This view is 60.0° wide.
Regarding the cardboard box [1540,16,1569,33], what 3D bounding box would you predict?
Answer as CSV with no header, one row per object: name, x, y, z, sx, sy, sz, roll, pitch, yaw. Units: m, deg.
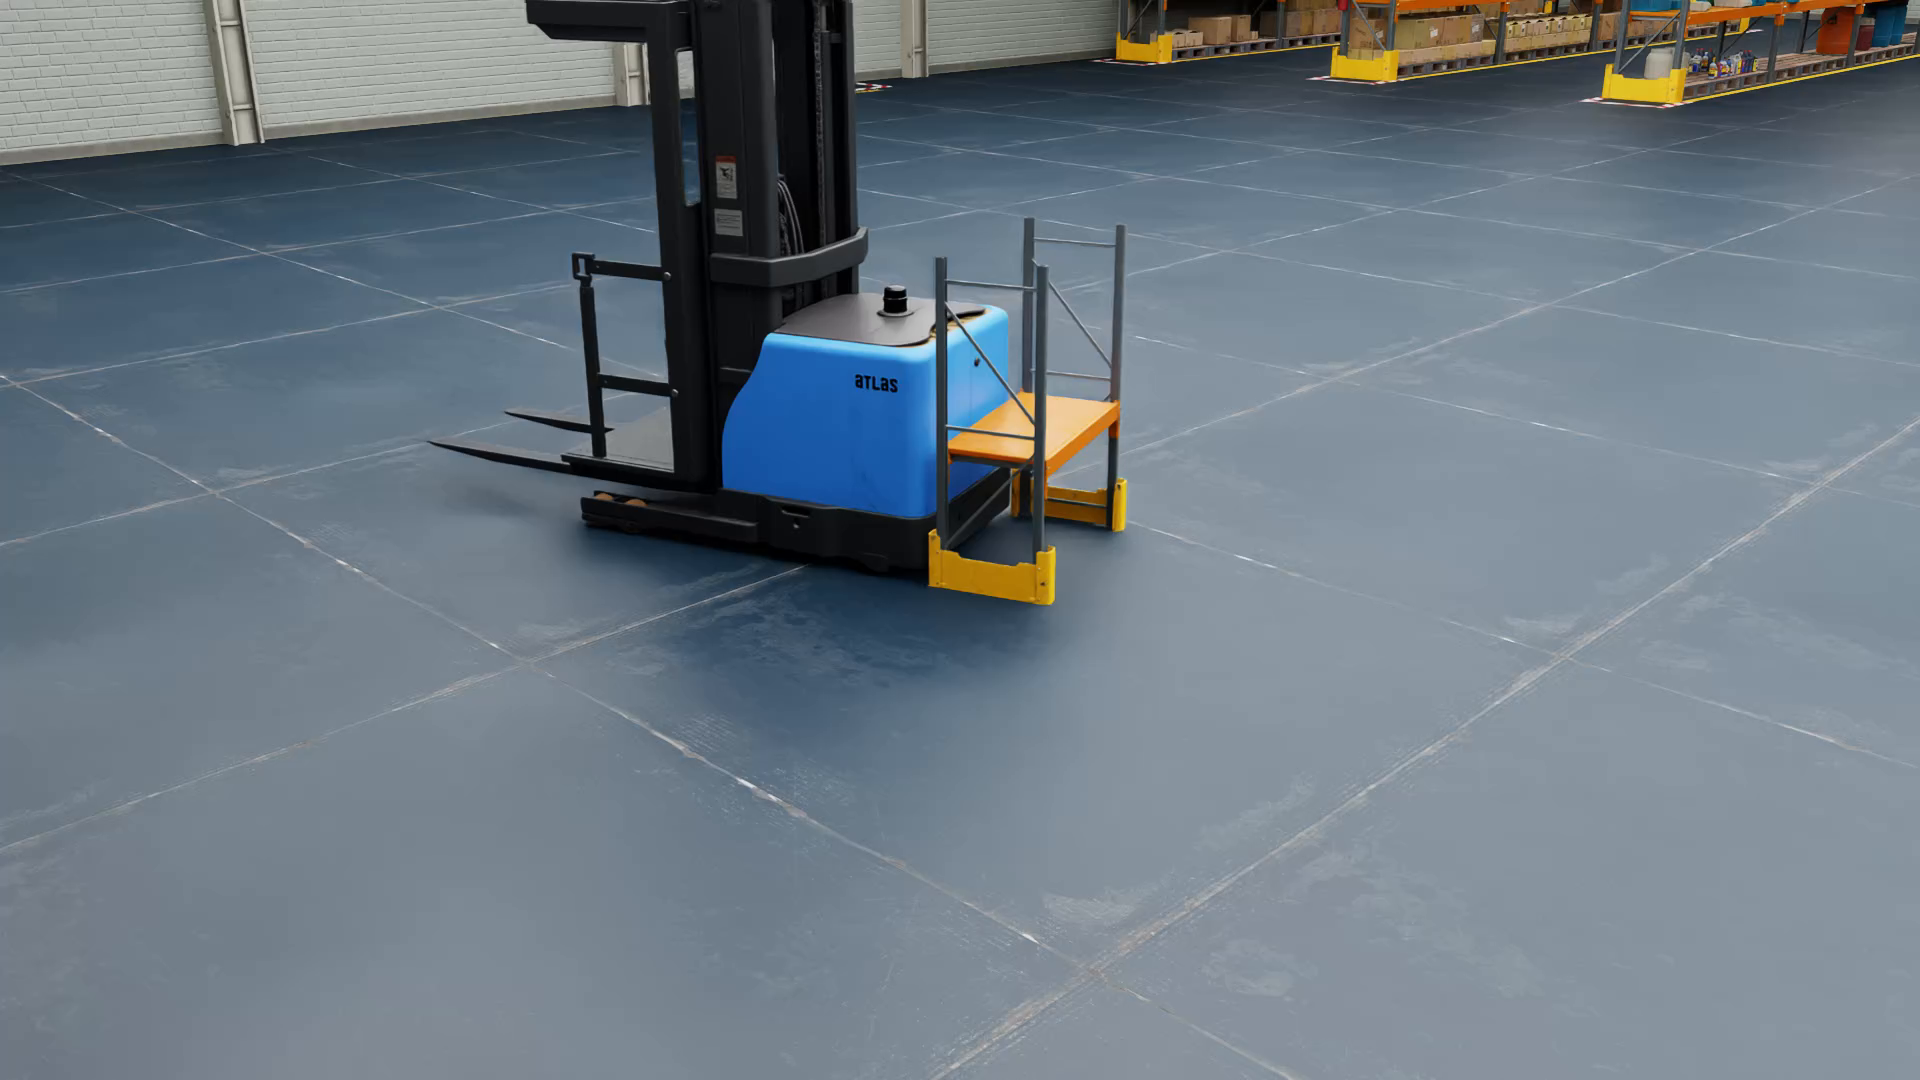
cardboard box,11.749,-10.253,33.034,0.500,0.311,0.500,19,28,40

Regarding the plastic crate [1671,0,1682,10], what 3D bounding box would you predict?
plastic crate,11.208,-8.542,26.324,0.499,0.251,0.408,19,28,41

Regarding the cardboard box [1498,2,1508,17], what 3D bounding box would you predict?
cardboard box,13.196,-13.262,41.296,0.500,0.500,0.700,-19,28,-41

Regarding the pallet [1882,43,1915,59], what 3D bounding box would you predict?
pallet,18.419,-9.837,33.374,1.003,0.211,1.213,19,28,41

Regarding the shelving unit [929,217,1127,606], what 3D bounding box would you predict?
shelving unit,0.337,-0.628,7.617,0.587,1.500,1.083,9,23,22

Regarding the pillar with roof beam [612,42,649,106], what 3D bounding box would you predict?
pillar with roof beam,-1.901,-9.756,20.915,9.100,9.000,0.400,19,28,41

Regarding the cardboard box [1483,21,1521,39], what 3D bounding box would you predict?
cardboard box,10.327,-9.729,31.672,0.500,0.311,0.500,19,28,41

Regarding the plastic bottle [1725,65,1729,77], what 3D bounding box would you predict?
plastic bottle,12.482,-7.669,27.132,0.097,0.201,0.097,0,21,0

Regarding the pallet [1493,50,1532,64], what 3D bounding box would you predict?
pallet,10.346,-9.409,32.259,1.003,0.211,1.213,19,28,41

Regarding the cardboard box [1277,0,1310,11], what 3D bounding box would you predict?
cardboard box,7.114,-11.446,35.498,0.500,0.250,0.500,19,28,40

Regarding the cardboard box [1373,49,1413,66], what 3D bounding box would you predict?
cardboard box,7.603,-8.477,29.197,0.500,0.250,0.500,19,28,41

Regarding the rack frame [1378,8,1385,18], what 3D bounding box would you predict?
rack frame,9.098,-12.778,37.138,1.000,3.000,0.127,19,28,41

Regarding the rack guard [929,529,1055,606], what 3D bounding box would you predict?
rack guard,0.139,0.120,7.415,0.587,0.250,0.087,9,23,22

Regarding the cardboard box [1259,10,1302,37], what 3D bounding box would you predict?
cardboard box,6.809,-10.982,35.336,0.500,0.500,0.700,-19,28,-40

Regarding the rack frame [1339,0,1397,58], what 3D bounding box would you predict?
rack frame,7.069,-9.483,28.565,1.000,3.000,0.127,19,28,41

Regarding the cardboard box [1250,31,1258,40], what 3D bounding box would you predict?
cardboard box,5.956,-10.488,34.515,0.380,0.166,0.250,15,26,34

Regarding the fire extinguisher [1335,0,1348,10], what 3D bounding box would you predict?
fire extinguisher,6.654,-9.532,28.802,0.296,0.674,0.183,19,28,41

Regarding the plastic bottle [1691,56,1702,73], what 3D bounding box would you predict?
plastic bottle,12.241,-7.912,27.662,0.152,0.276,0.135,19,28,41

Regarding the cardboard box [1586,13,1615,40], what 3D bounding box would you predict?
cardboard box,13.172,-10.623,34.403,0.500,0.500,0.500,-19,28,-40

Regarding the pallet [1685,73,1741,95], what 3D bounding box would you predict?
pallet,12.057,-7.491,27.271,1.003,0.211,1.213,19,28,41

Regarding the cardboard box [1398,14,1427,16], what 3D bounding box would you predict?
cardboard box,8.267,-9.347,30.413,0.500,0.500,0.500,19,28,41

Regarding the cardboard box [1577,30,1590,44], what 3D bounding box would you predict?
cardboard box,12.458,-10.255,33.823,0.500,0.250,0.500,-19,28,-41

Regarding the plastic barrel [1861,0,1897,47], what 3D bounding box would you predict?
plastic barrel,18.101,-10.226,32.837,0.600,0.901,0.708,19,28,41

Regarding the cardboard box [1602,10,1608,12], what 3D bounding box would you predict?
cardboard box,13.496,-11.010,35.409,0.500,0.500,0.500,18,27,39

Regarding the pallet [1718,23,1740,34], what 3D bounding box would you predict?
pallet,17.622,-12.069,39.181,1.003,0.211,1.213,19,28,41

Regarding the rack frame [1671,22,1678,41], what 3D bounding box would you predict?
rack frame,15.441,-12.567,36.590,1.000,3.000,0.127,19,28,41

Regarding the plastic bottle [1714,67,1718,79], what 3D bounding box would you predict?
plastic bottle,12.176,-7.556,26.839,0.097,0.201,0.097,0,21,0

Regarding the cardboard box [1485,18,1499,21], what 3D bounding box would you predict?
cardboard box,10.295,-9.996,32.367,0.500,0.311,0.500,-19,28,-41

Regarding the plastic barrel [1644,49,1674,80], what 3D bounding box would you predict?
plastic barrel,11.020,-7.465,26.198,0.421,0.512,0.421,0,21,0

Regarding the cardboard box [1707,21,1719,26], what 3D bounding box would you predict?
cardboard box,17.344,-12.079,38.540,0.500,0.250,0.500,19,28,41

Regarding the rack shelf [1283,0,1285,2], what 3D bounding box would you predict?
rack shelf,7.703,-11.928,35.930,1.077,0.370,4.000,19,28,41

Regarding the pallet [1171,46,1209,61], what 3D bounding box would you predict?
pallet,4.163,-9.639,32.860,1.003,0.211,1.213,19,28,41

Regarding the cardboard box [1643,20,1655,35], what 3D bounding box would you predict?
cardboard box,14.601,-11.154,35.783,0.500,0.500,0.500,20,29,41

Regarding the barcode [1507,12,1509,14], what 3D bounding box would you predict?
barcode,10.336,-9.959,31.337,0.001,0.075,0.075,19,28,41

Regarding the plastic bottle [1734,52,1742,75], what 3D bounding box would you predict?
plastic bottle,12.804,-7.869,27.446,0.144,0.351,0.185,19,28,40

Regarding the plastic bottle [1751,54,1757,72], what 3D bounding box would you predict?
plastic bottle,13.307,-8.001,27.884,0.133,0.283,0.061,-18,28,-39

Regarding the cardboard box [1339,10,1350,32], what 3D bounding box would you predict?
cardboard box,8.191,-11.515,36.724,0.700,0.500,0.500,19,28,41

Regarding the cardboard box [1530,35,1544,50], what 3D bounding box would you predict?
cardboard box,11.036,-9.730,32.456,0.500,0.250,0.500,18,28,39

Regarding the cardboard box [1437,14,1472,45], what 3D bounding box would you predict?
cardboard box,8.990,-9.345,30.408,0.500,0.500,0.500,19,28,41

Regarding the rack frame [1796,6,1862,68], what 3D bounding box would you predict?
rack frame,16.197,-10.298,30.687,1.000,3.000,0.127,19,28,41

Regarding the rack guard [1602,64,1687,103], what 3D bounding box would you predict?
rack guard,10.635,-7.107,25.867,1.175,0.500,0.348,19,28,41

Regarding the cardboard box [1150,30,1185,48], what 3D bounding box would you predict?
cardboard box,4.065,-9.827,32.596,0.500,0.311,0.500,15,26,35

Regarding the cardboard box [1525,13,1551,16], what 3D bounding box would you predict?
cardboard box,11.714,-10.515,33.717,0.500,0.311,0.500,18,28,39

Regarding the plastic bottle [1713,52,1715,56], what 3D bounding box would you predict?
plastic bottle,12.741,-8.119,28.190,0.061,0.283,0.133,19,28,41

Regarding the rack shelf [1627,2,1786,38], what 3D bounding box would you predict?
rack shelf,12.011,-8.420,26.804,1.077,0.370,4.000,19,28,41

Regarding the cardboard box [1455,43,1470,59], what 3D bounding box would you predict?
cardboard box,8.999,-8.991,30.534,0.500,0.250,0.500,19,28,41

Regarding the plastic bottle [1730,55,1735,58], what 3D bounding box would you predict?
plastic bottle,12.906,-7.948,27.755,0.152,0.276,0.135,19,28,41

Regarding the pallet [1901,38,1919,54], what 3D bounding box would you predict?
pallet,19.472,-10.224,34.380,1.003,0.211,1.213,19,28,41

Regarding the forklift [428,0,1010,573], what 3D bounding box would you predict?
forklift,-1.310,-1.560,8.048,3.031,2.935,1.130,10,23,23

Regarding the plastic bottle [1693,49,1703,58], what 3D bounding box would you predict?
plastic bottle,12.414,-8.087,28.013,0.144,0.351,0.185,18,27,38

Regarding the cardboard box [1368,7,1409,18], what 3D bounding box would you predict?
cardboard box,9.705,-12.127,37.855,0.750,0.750,0.750,19,28,40

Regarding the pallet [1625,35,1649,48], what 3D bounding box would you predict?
pallet,14.049,-10.732,35.702,1.003,0.211,1.213,19,28,41
